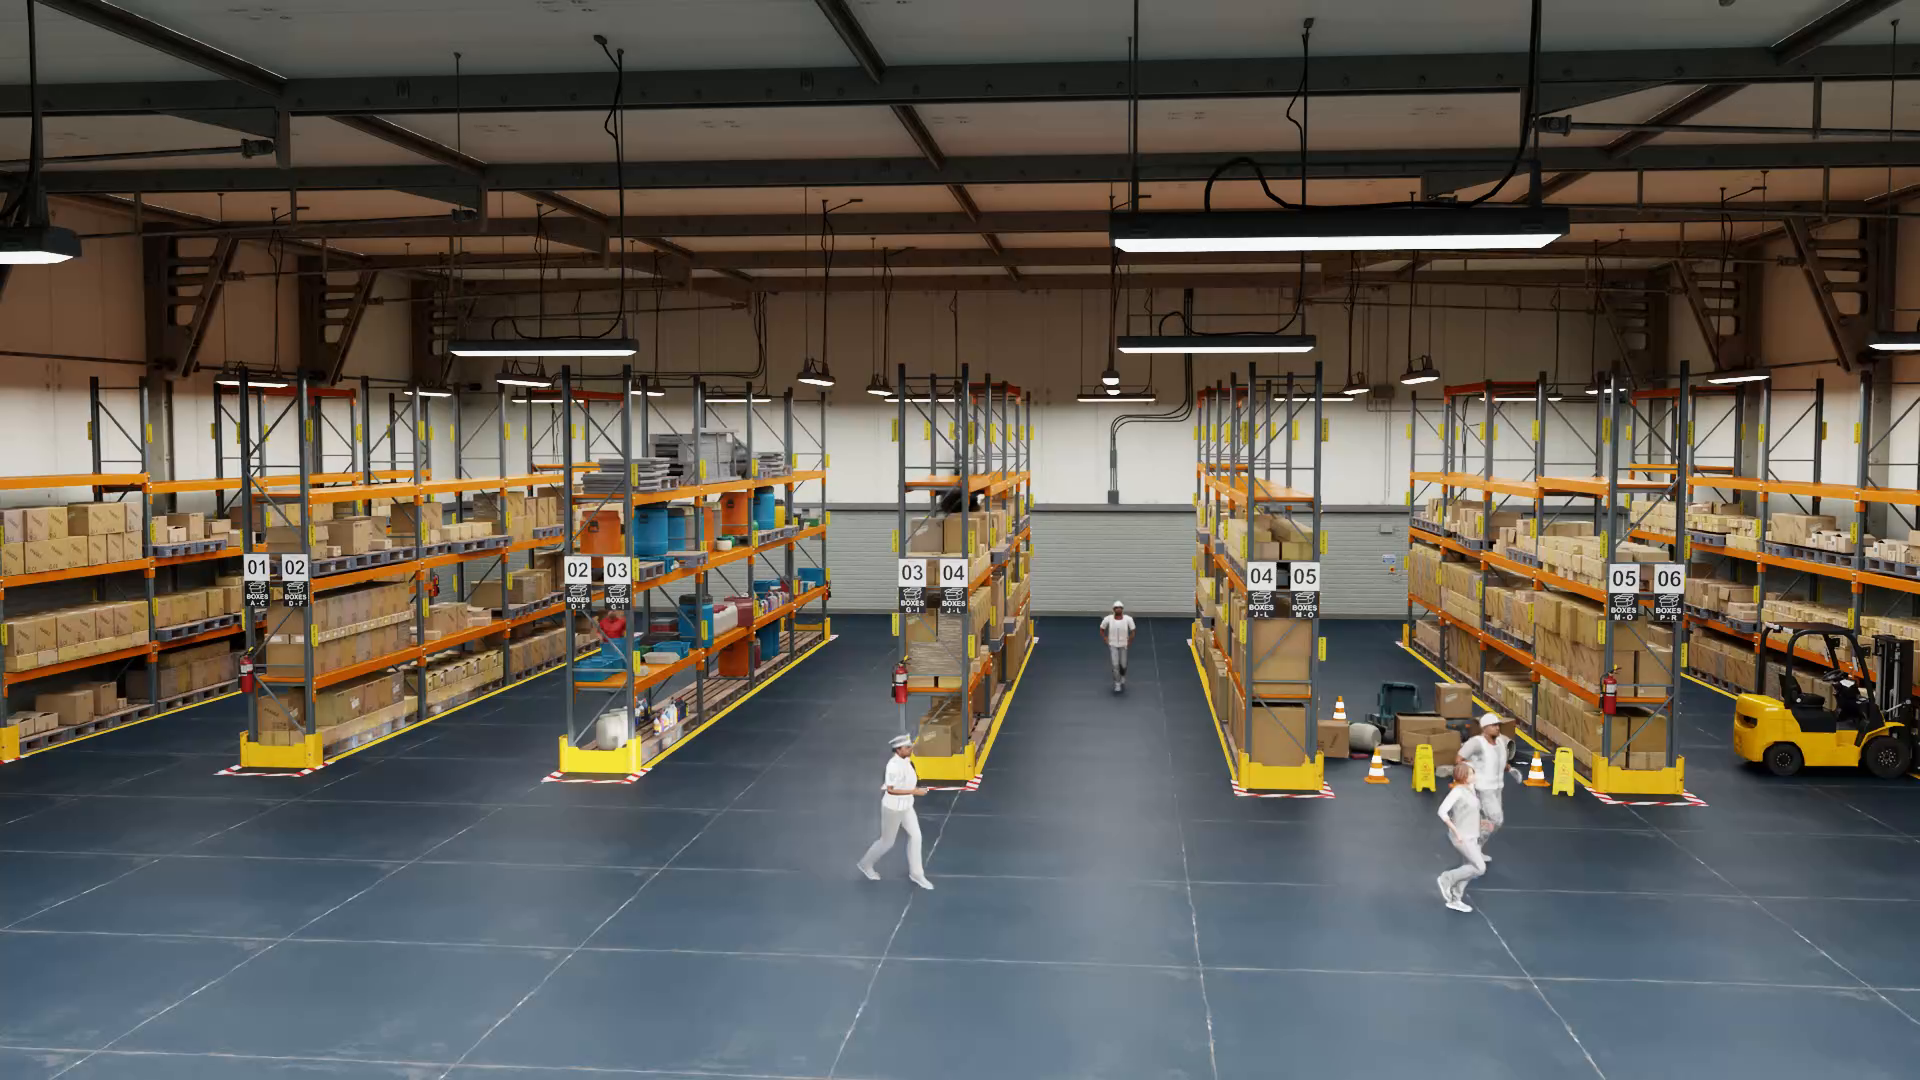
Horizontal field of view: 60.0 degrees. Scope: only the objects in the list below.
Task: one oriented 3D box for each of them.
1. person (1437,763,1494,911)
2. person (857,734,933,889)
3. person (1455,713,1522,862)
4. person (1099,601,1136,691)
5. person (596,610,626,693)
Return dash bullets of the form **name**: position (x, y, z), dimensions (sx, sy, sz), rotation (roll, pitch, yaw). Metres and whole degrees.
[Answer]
- **person**: position (5.289, 3.111, 17.364), dimensions (0.537, 1.558, 0.530), rotation (3, 4, 35)
- **person**: position (-0.720, 2.982, 18.383), dimensions (0.869, 1.724, 0.543), rotation (2, 4, 26)
- **person**: position (6.170, 2.882, 19.278), dimensions (0.686, 1.744, 0.599), rotation (-3, 5, -40)
- **person**: position (3.074, 2.056, 32.478), dimensions (0.714, 1.735, 0.650), rotation (0, 4, 3)
- **person**: position (-6.683, 2.107, 31.979), dimensions (0.672, 1.681, 0.577), rotation (0, 4, -1)
